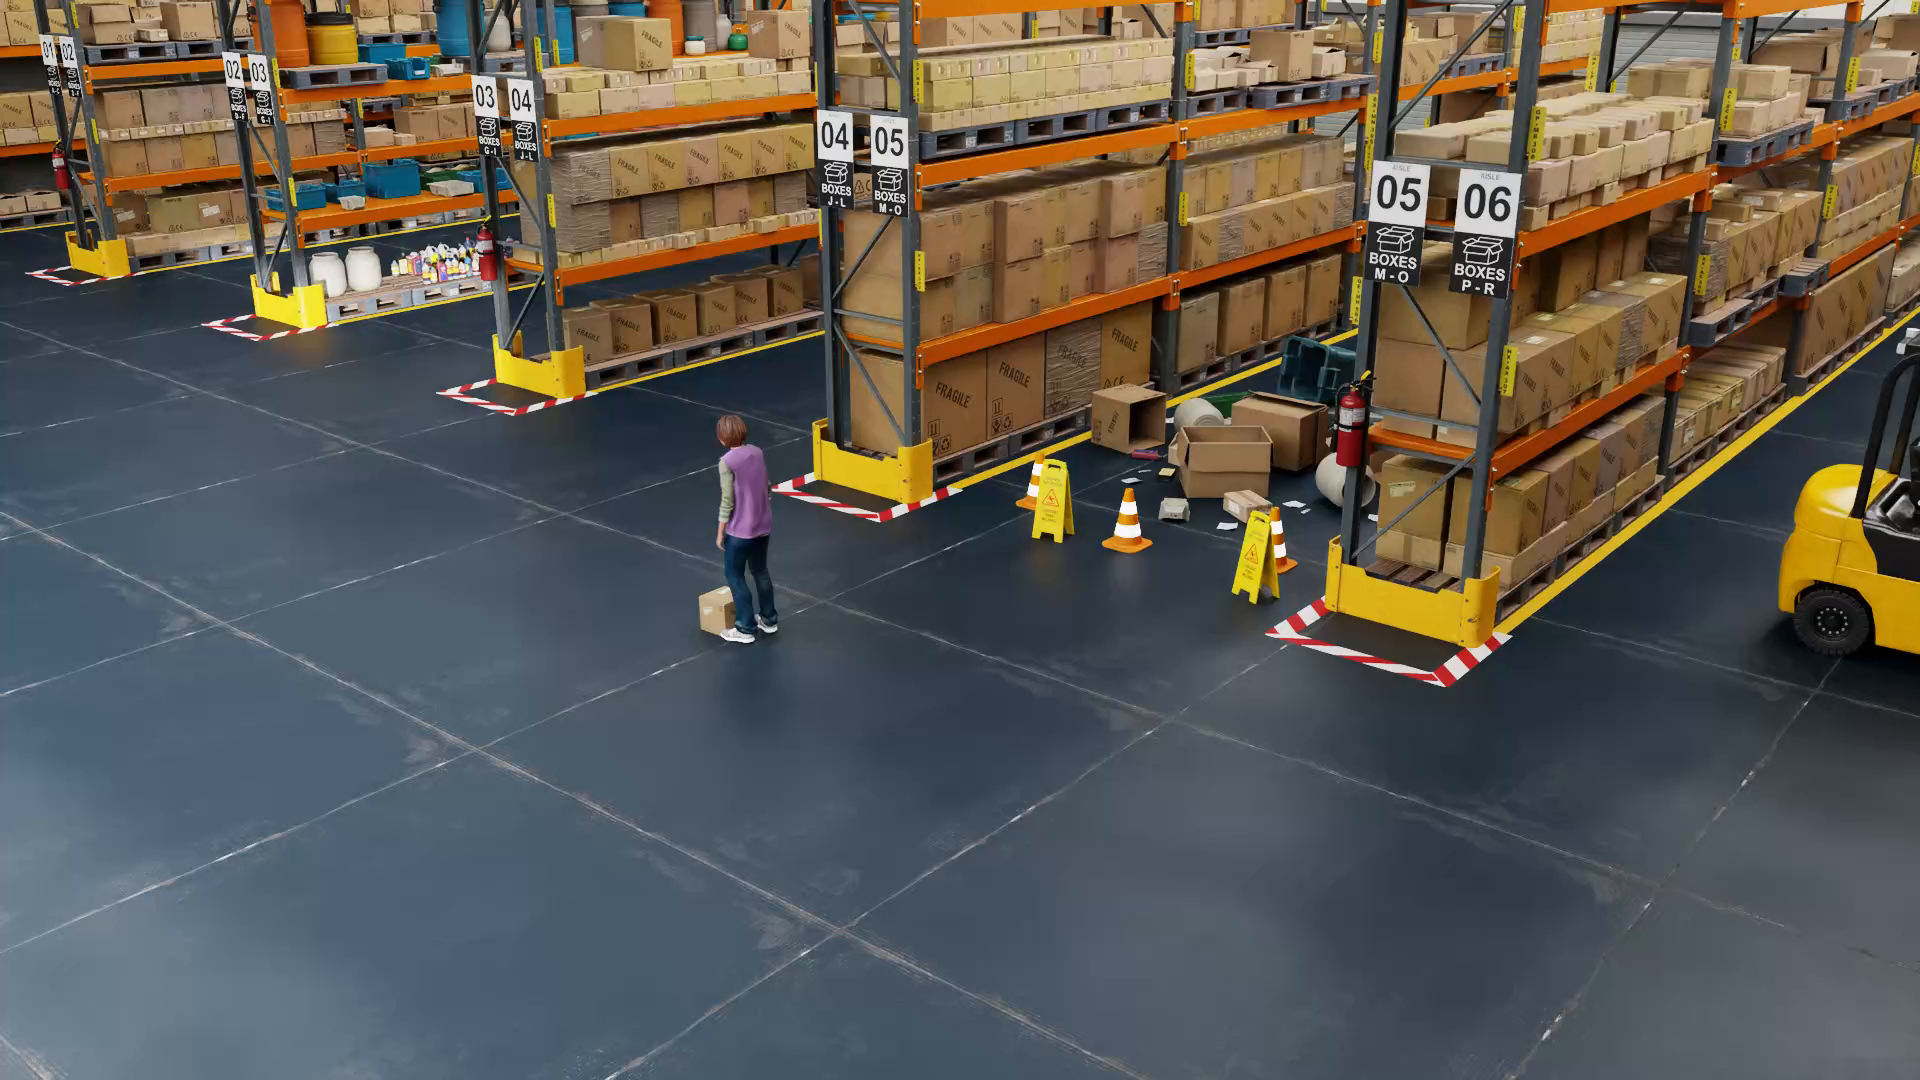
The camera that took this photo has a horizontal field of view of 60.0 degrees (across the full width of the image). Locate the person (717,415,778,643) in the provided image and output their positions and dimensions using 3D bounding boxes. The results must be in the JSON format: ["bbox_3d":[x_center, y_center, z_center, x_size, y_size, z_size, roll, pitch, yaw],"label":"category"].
[{"bbox_3d":[-1.459,-0.075,11.296,0.349,1.590,0.473,15,25,35],"label":"person"}]
